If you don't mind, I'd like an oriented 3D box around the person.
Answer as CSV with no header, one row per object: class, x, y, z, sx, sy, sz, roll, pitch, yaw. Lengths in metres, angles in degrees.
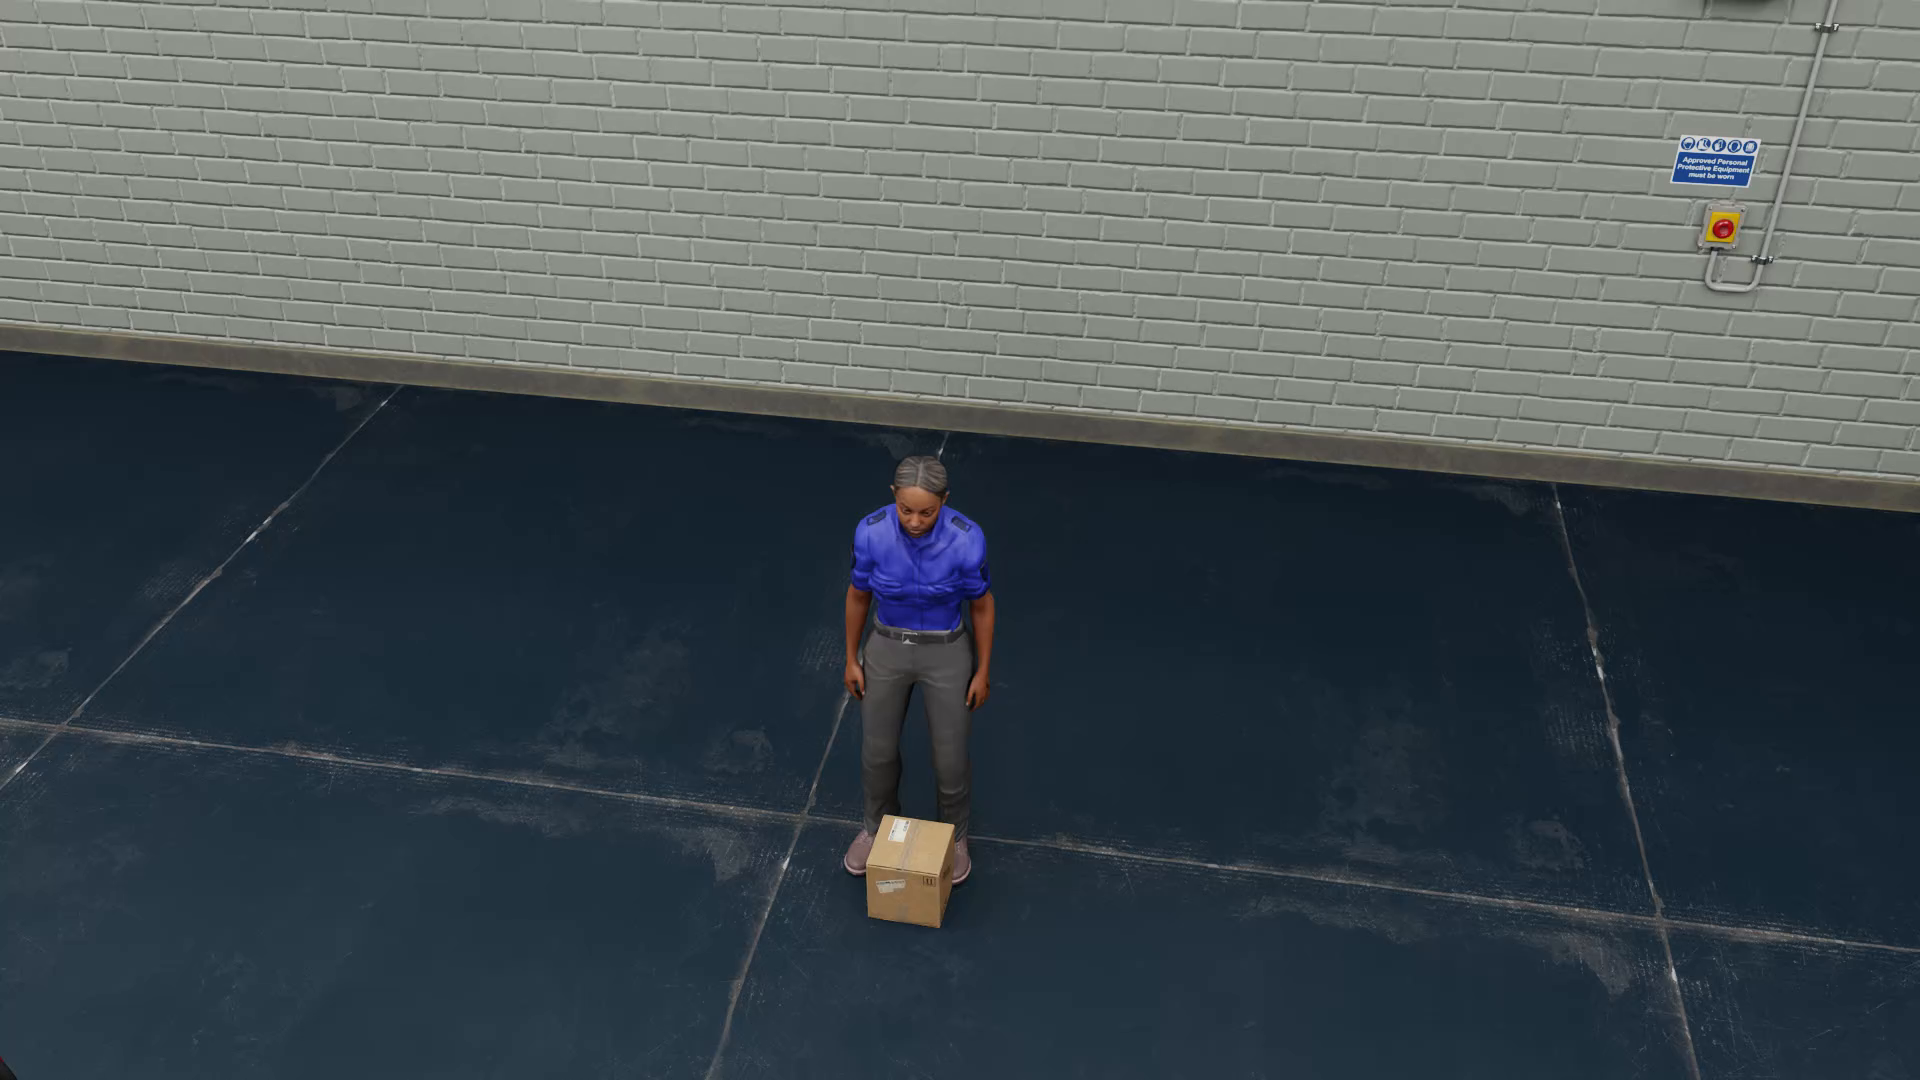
person,-0.143,0.412,5.498,0.509,1.654,0.348,4,33,6
